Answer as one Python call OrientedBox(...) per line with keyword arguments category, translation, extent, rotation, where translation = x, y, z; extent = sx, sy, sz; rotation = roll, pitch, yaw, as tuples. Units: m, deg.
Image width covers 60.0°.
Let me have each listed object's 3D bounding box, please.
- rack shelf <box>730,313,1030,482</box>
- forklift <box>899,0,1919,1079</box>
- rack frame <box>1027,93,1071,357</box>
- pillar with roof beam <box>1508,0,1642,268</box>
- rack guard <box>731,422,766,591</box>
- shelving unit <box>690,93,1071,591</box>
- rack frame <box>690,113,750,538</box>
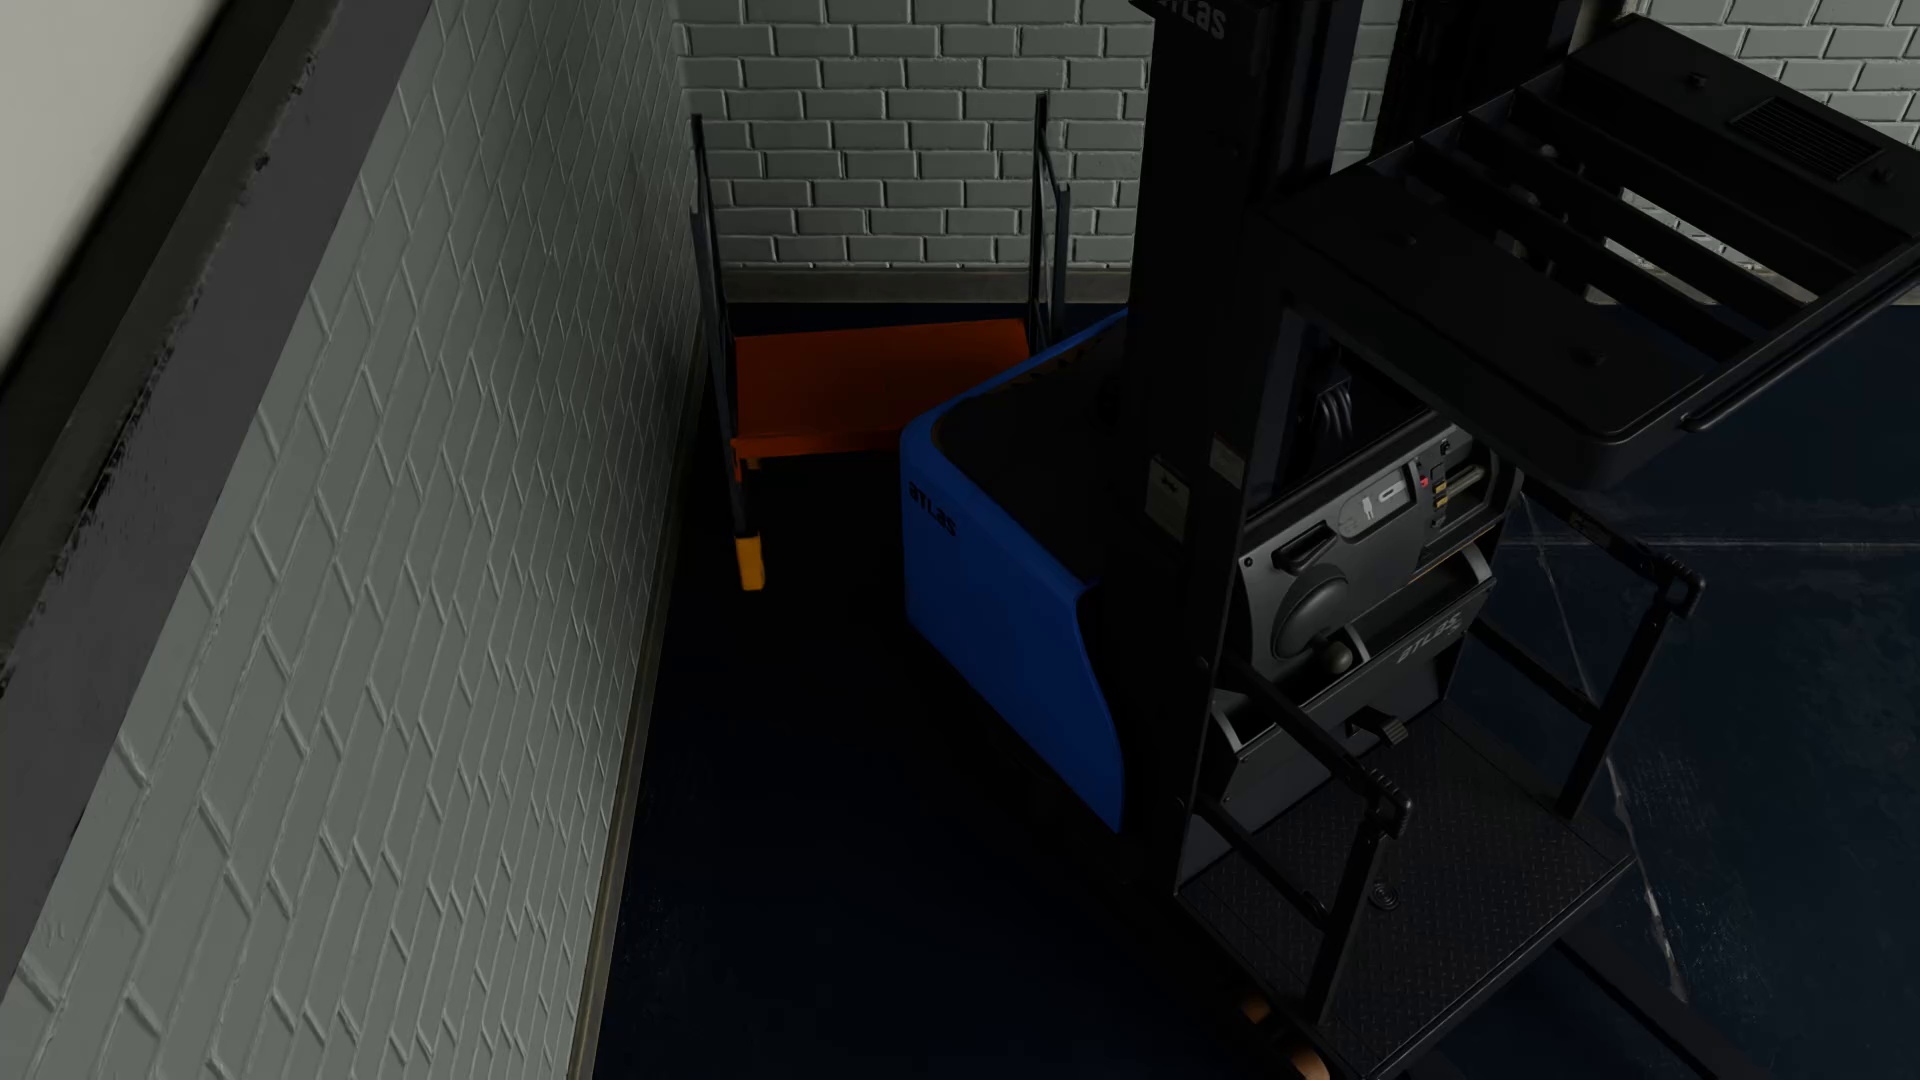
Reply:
OrientedBox(category="rack shelf", translation=(-0.240, -0.470, 5.409), extent=(1.000, 0.185, 0.538), rotation=(-4, 47, -4))
OrientedBox(category="forklift", translation=(1.112, 0.058, 3.693), extent=(1.130, 2.935, 3.031), rotation=(-29, 54, -25))
OrientedBox(category="rack frame", translation=(0.266, -0.631, 5.313), extent=(0.032, 1.500, 0.500), rotation=(-4, 47, -4))
OrientedBox(category="pillar with roof beam", translation=(1.988, -0.769, 0.318), extent=(0.400, 9.000, 9.100), rotation=(0, 47, 0))
OrientedBox(category="rack guard", translation=(-0.726, -0.130, 5.700), extent=(0.087, 0.250, 0.587), rotation=(-4, 47, -4))
OrientedBox(category="shelving unit", translation=(-0.231, -0.594, 5.278), extent=(1.083, 1.500, 0.587), rotation=(-4, 47, -4))
OrientedBox(category="rack frame", translation=(-0.745, -0.555, 5.242), extent=(0.032, 1.500, 0.500), rotation=(-4, 47, -4))
